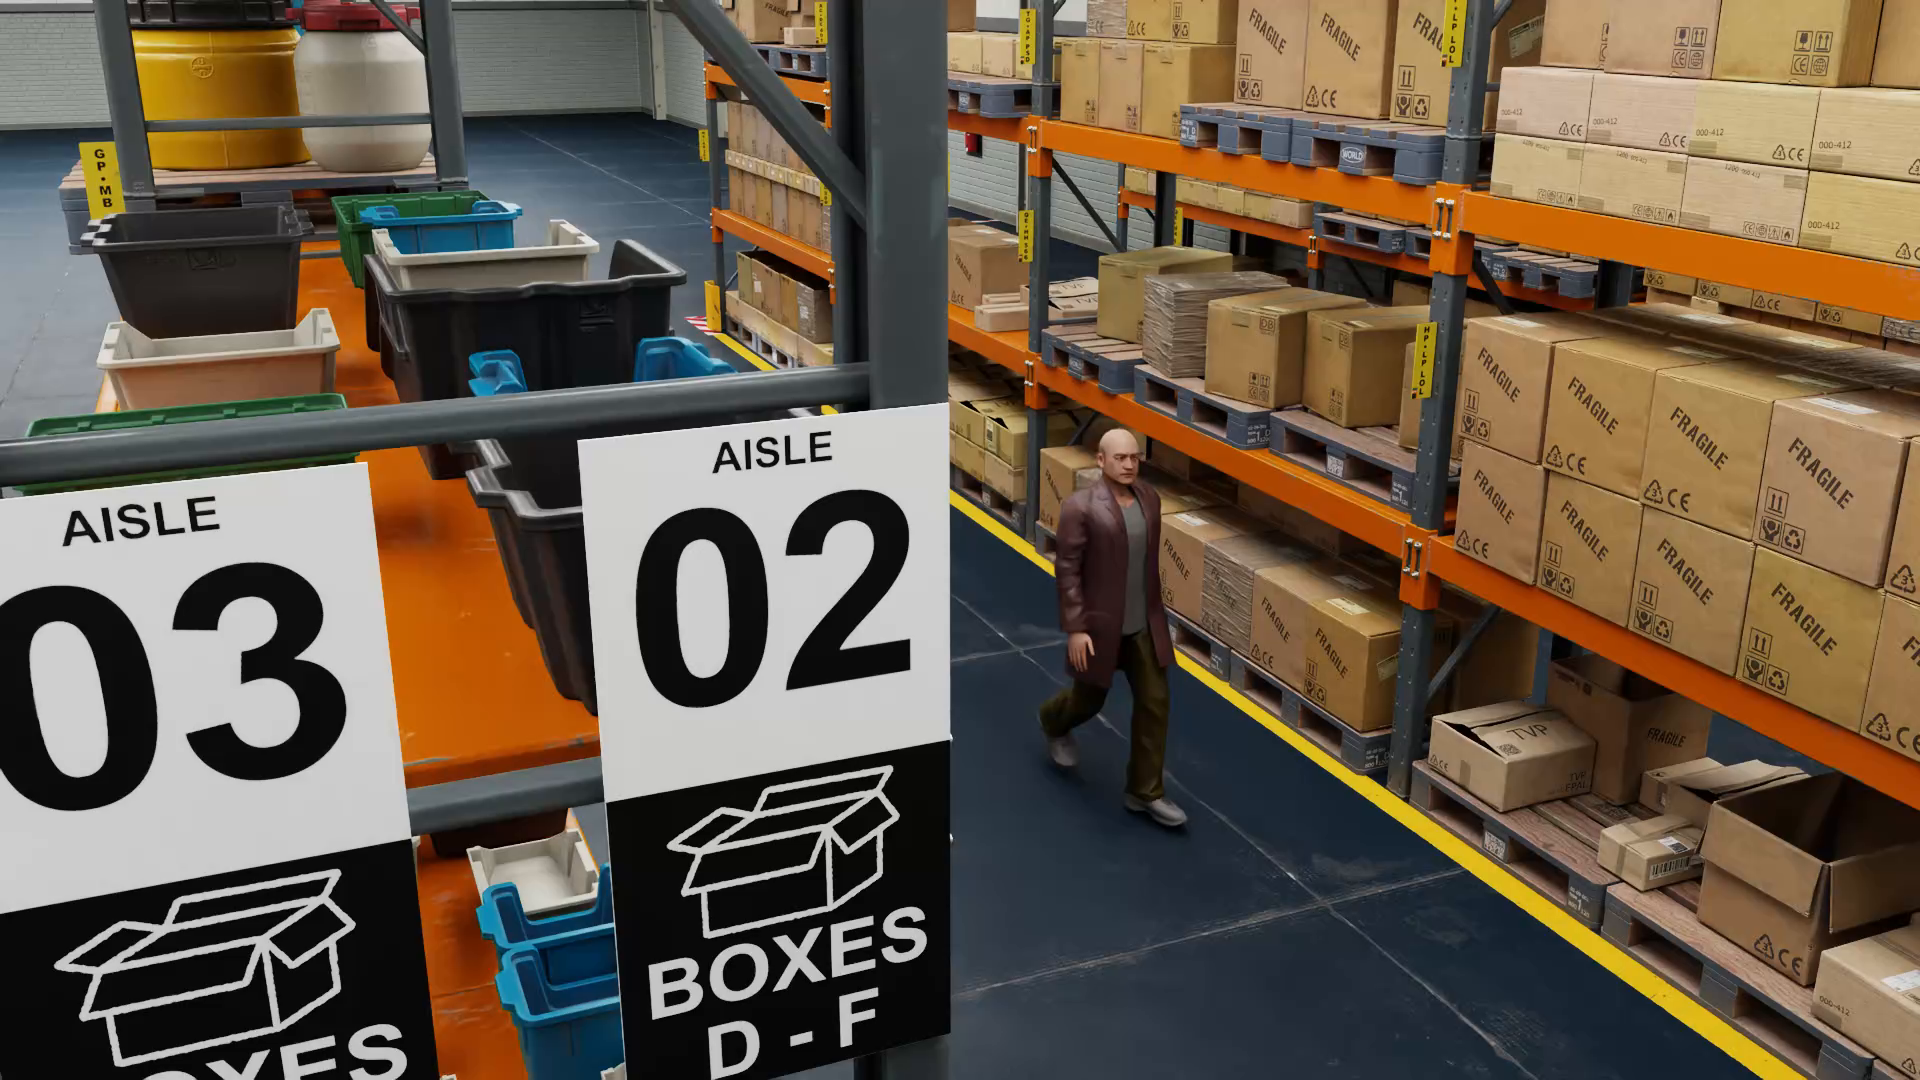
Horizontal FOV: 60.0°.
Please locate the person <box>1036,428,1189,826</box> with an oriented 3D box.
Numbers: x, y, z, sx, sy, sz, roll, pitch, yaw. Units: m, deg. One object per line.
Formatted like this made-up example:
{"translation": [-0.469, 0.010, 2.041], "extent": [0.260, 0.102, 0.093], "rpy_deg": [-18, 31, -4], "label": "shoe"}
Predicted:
{"translation": [0.681, 0.352, 7.517], "extent": [0.605, 1.741, 1.012], "rpy_deg": [-9, 21, -25], "label": "person"}
